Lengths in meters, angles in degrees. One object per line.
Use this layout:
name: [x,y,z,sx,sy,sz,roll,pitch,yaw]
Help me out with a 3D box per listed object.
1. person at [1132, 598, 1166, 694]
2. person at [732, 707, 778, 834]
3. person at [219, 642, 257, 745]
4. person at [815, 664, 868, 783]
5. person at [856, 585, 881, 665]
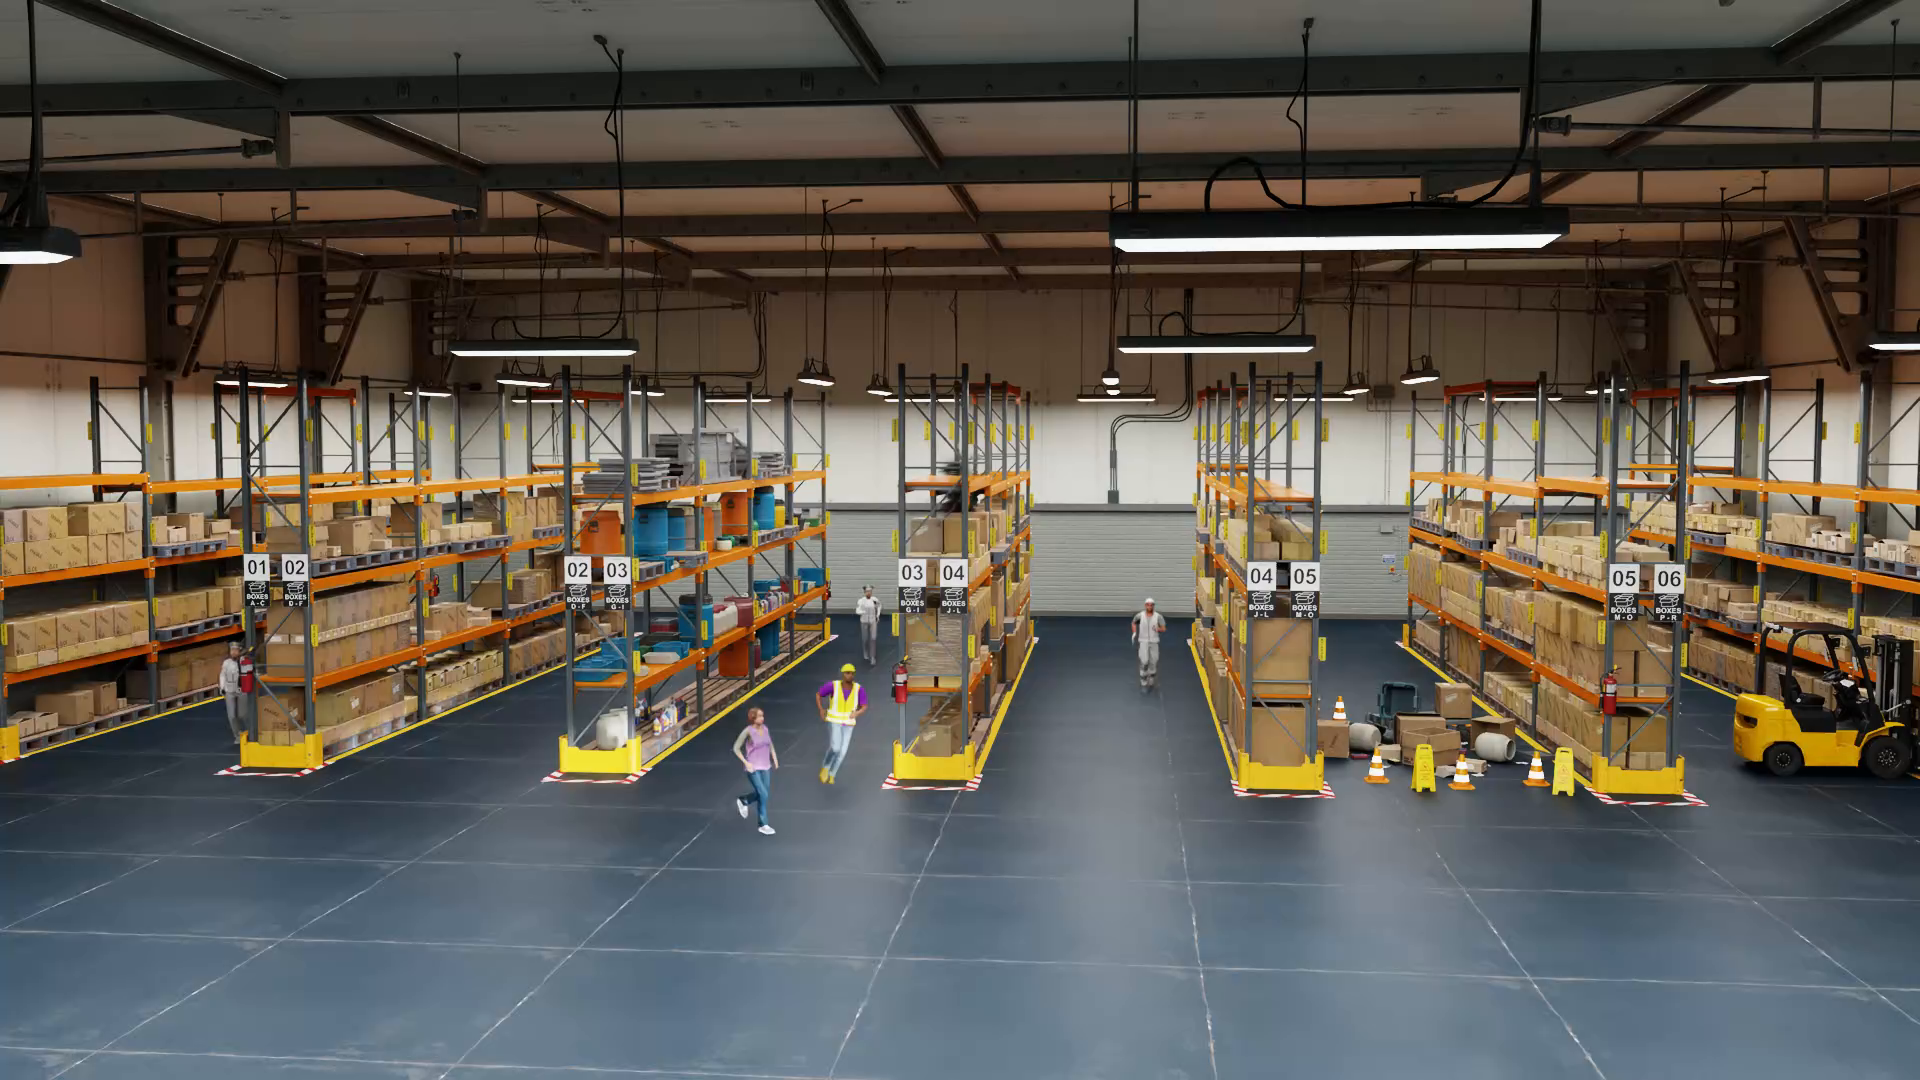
person: [3.653,2.038,32.193,0.646,1.846,0.793,0,4,2]
person: [-2.595,2.877,20.905,0.738,1.567,0.569,3,5,41]
person: [-11.666,2.451,26.857,0.606,1.653,0.599,0,4,-5]
person: [-1.665,2.622,23.729,0.695,1.732,0.612,-1,4,-20]
person: [-1.992,1.835,36.261,0.557,1.731,0.816,0,4,-3]
